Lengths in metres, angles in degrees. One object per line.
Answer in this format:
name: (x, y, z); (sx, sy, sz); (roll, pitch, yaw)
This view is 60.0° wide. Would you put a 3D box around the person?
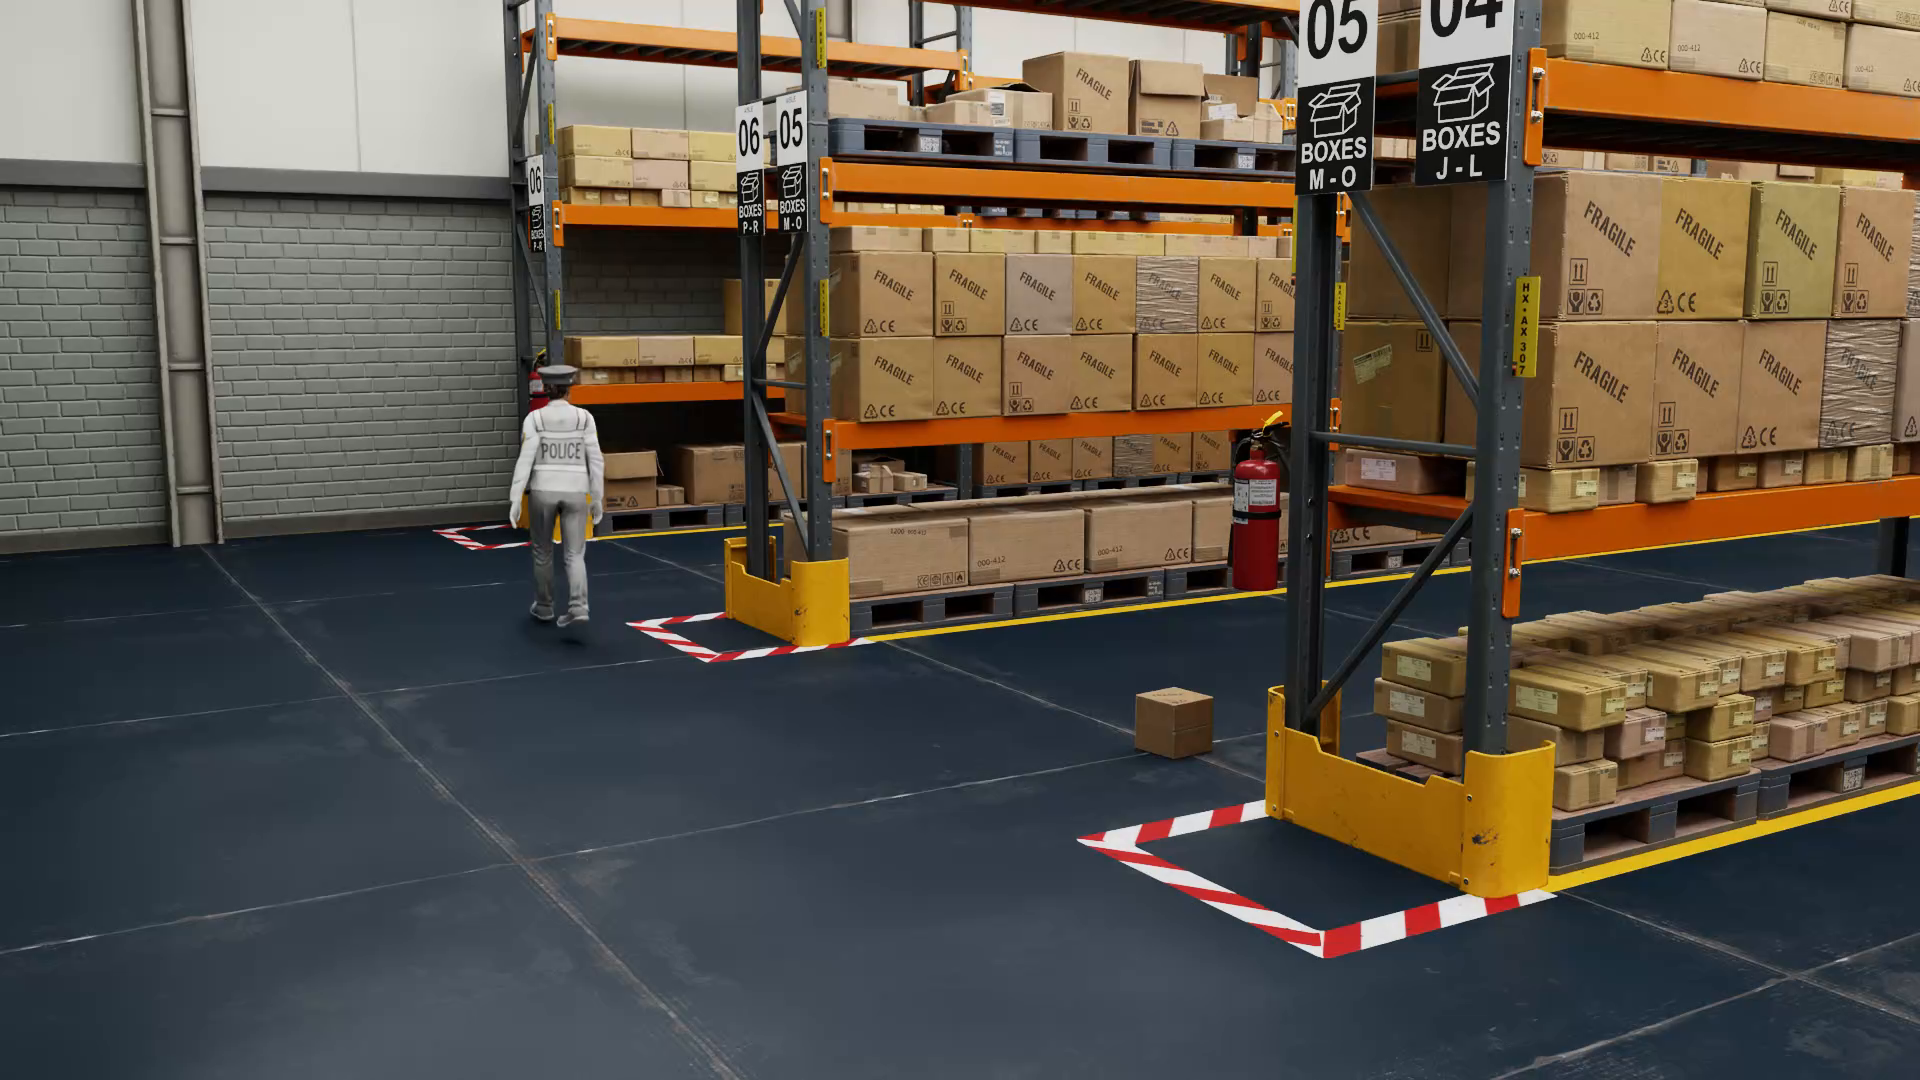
person: (-2.465, -0.261, 10.178); (0.580, 1.609, 0.996); (-3, 9, -17)
